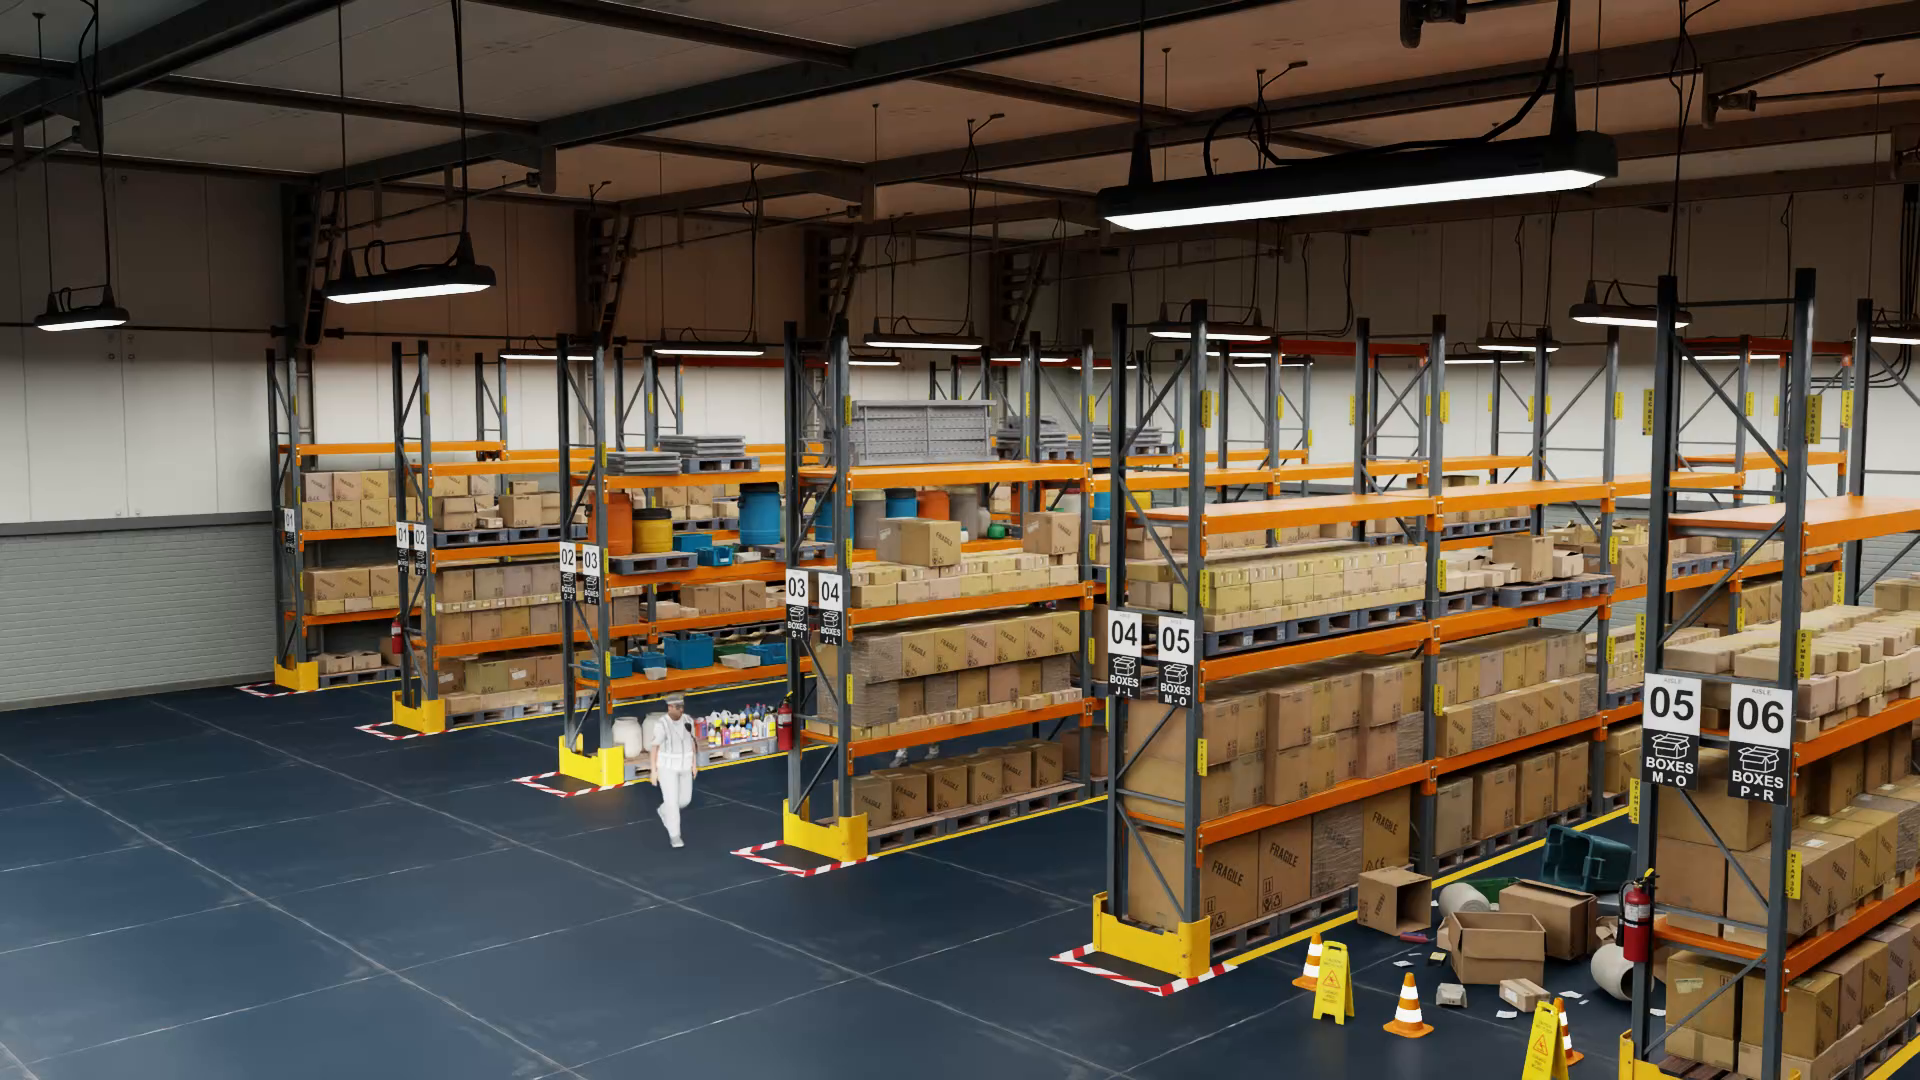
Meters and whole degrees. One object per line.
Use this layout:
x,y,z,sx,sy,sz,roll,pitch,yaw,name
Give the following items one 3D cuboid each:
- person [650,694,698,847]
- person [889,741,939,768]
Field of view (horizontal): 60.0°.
-3.322,2.627,19.350,0.569,1.716,0.920,-4,6,-40,person
-0.655,2.258,23.346,0.834,1.786,0.559,-5,7,-44,person
